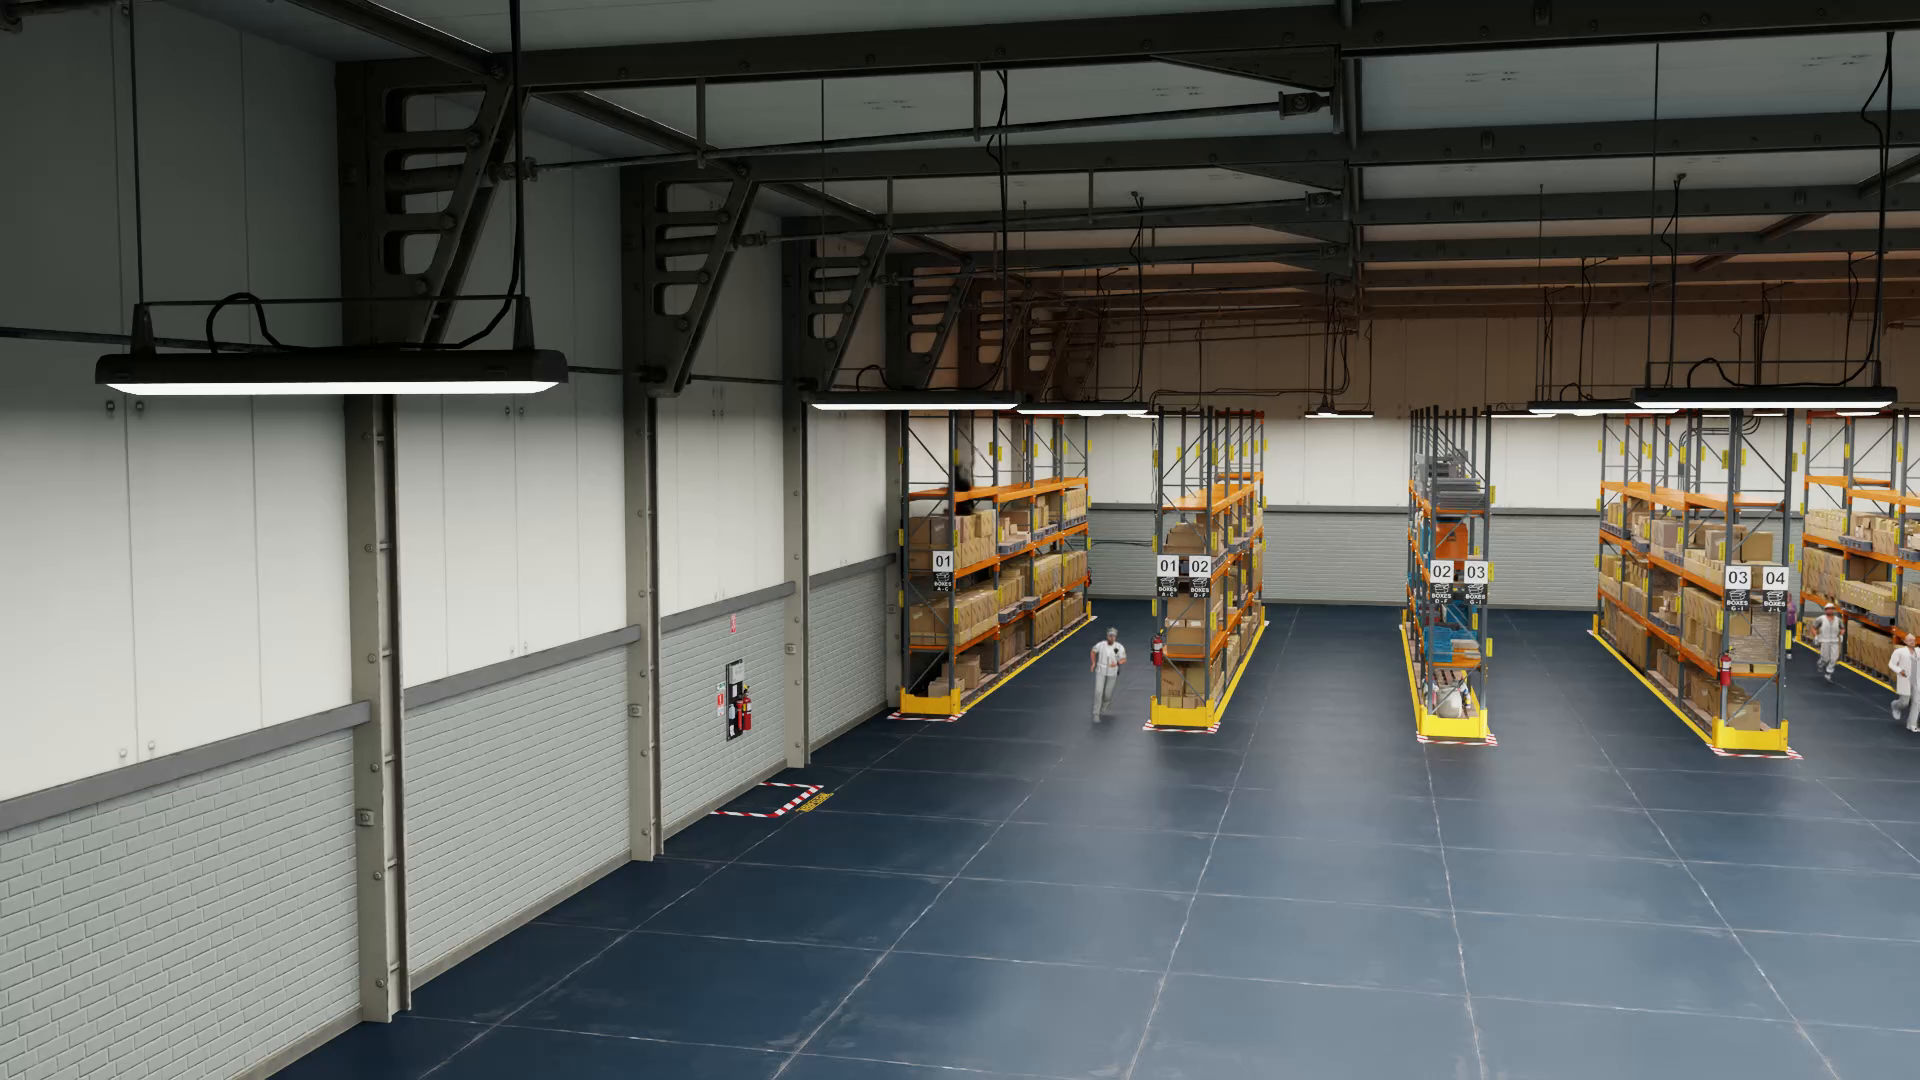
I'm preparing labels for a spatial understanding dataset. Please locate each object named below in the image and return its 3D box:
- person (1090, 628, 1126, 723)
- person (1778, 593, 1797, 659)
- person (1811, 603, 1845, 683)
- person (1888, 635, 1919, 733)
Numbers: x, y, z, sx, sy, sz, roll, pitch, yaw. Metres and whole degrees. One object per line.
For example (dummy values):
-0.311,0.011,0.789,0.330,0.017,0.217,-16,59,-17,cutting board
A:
2.846,2.573,31.918,0.686,1.792,0.921,0,4,5,person
19.934,2.042,40.116,0.557,1.583,0.811,1,4,7,person
19.049,2.247,36.454,0.672,1.732,0.592,1,4,12,person
17.633,2.634,30.899,0.711,1.764,0.924,0,4,7,person
